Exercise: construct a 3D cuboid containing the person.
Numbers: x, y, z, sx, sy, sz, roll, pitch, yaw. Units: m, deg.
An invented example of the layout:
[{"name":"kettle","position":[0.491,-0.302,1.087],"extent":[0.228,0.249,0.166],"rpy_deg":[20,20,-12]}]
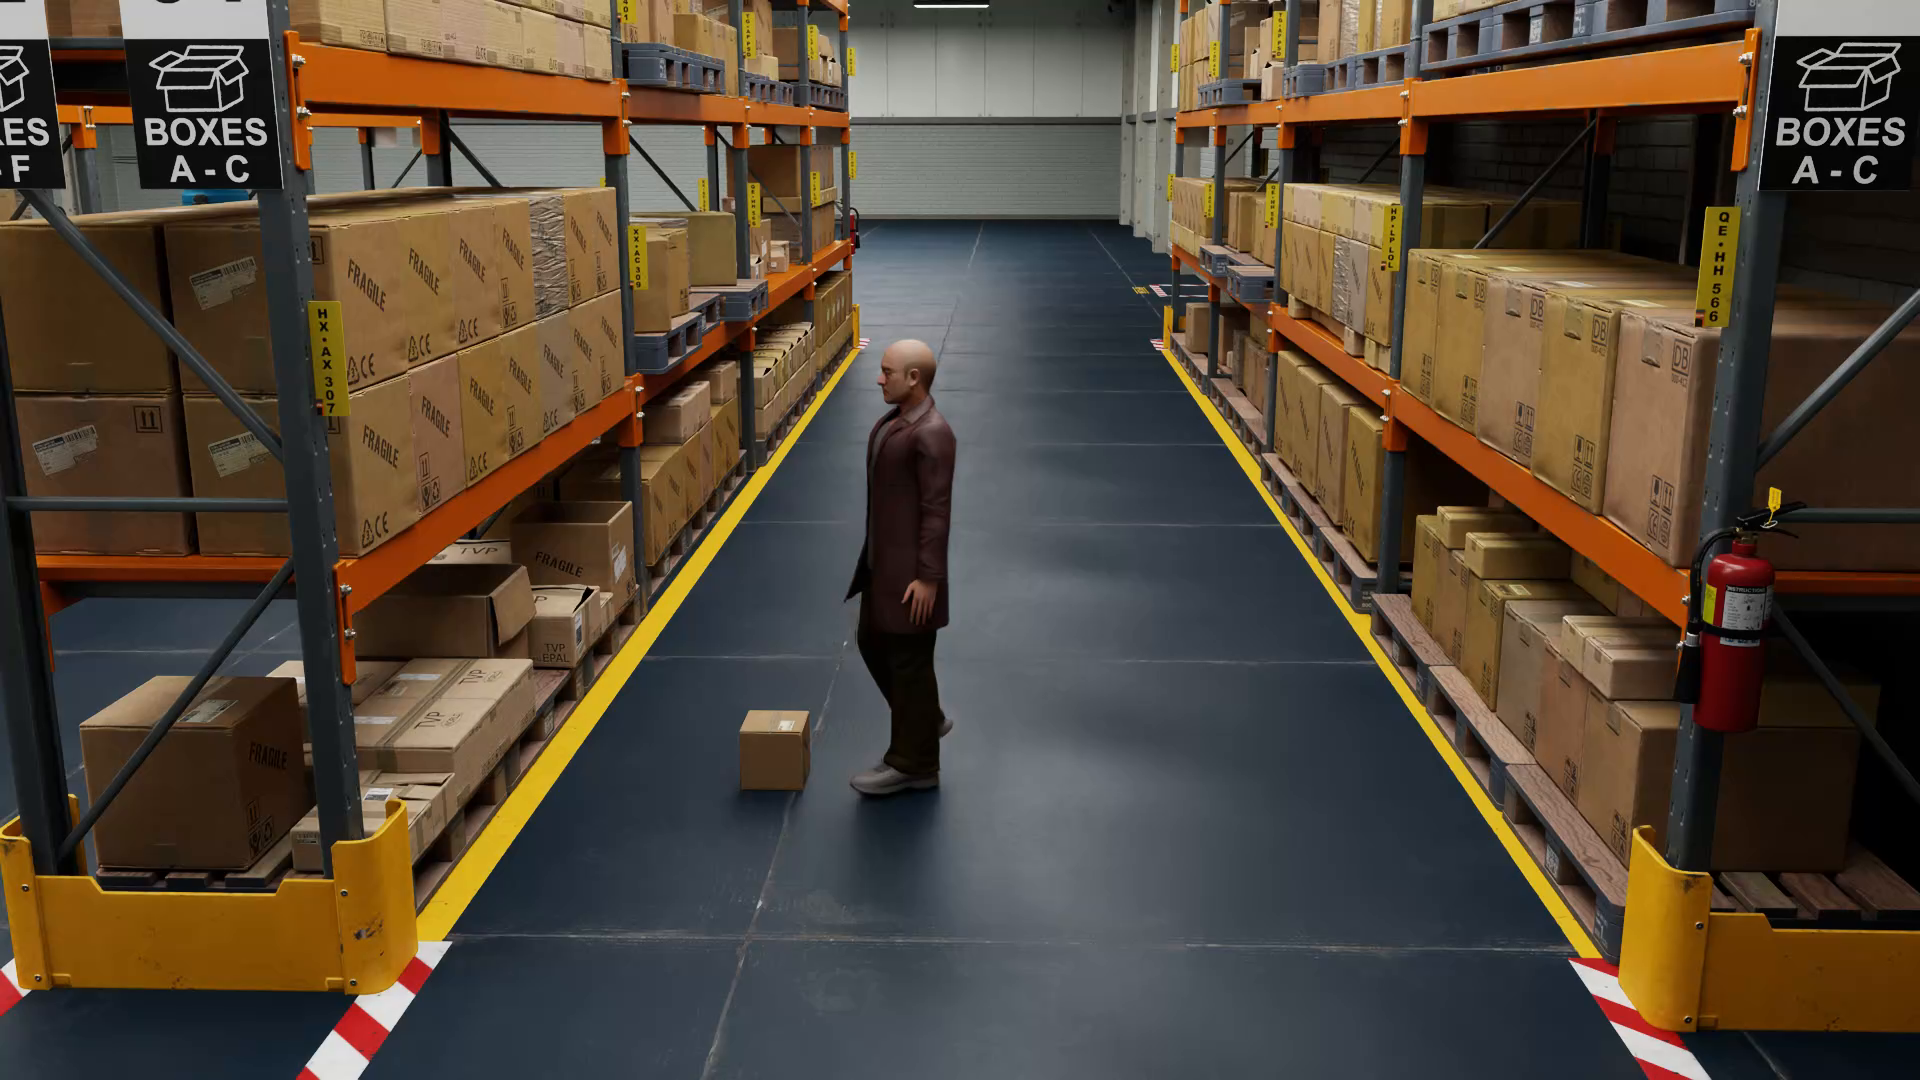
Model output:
[{"name":"person","position":[-0.215,0.119,6.551],"extent":[0.515,1.816,0.620],"rpy_deg":[-4,14,-16]}]
